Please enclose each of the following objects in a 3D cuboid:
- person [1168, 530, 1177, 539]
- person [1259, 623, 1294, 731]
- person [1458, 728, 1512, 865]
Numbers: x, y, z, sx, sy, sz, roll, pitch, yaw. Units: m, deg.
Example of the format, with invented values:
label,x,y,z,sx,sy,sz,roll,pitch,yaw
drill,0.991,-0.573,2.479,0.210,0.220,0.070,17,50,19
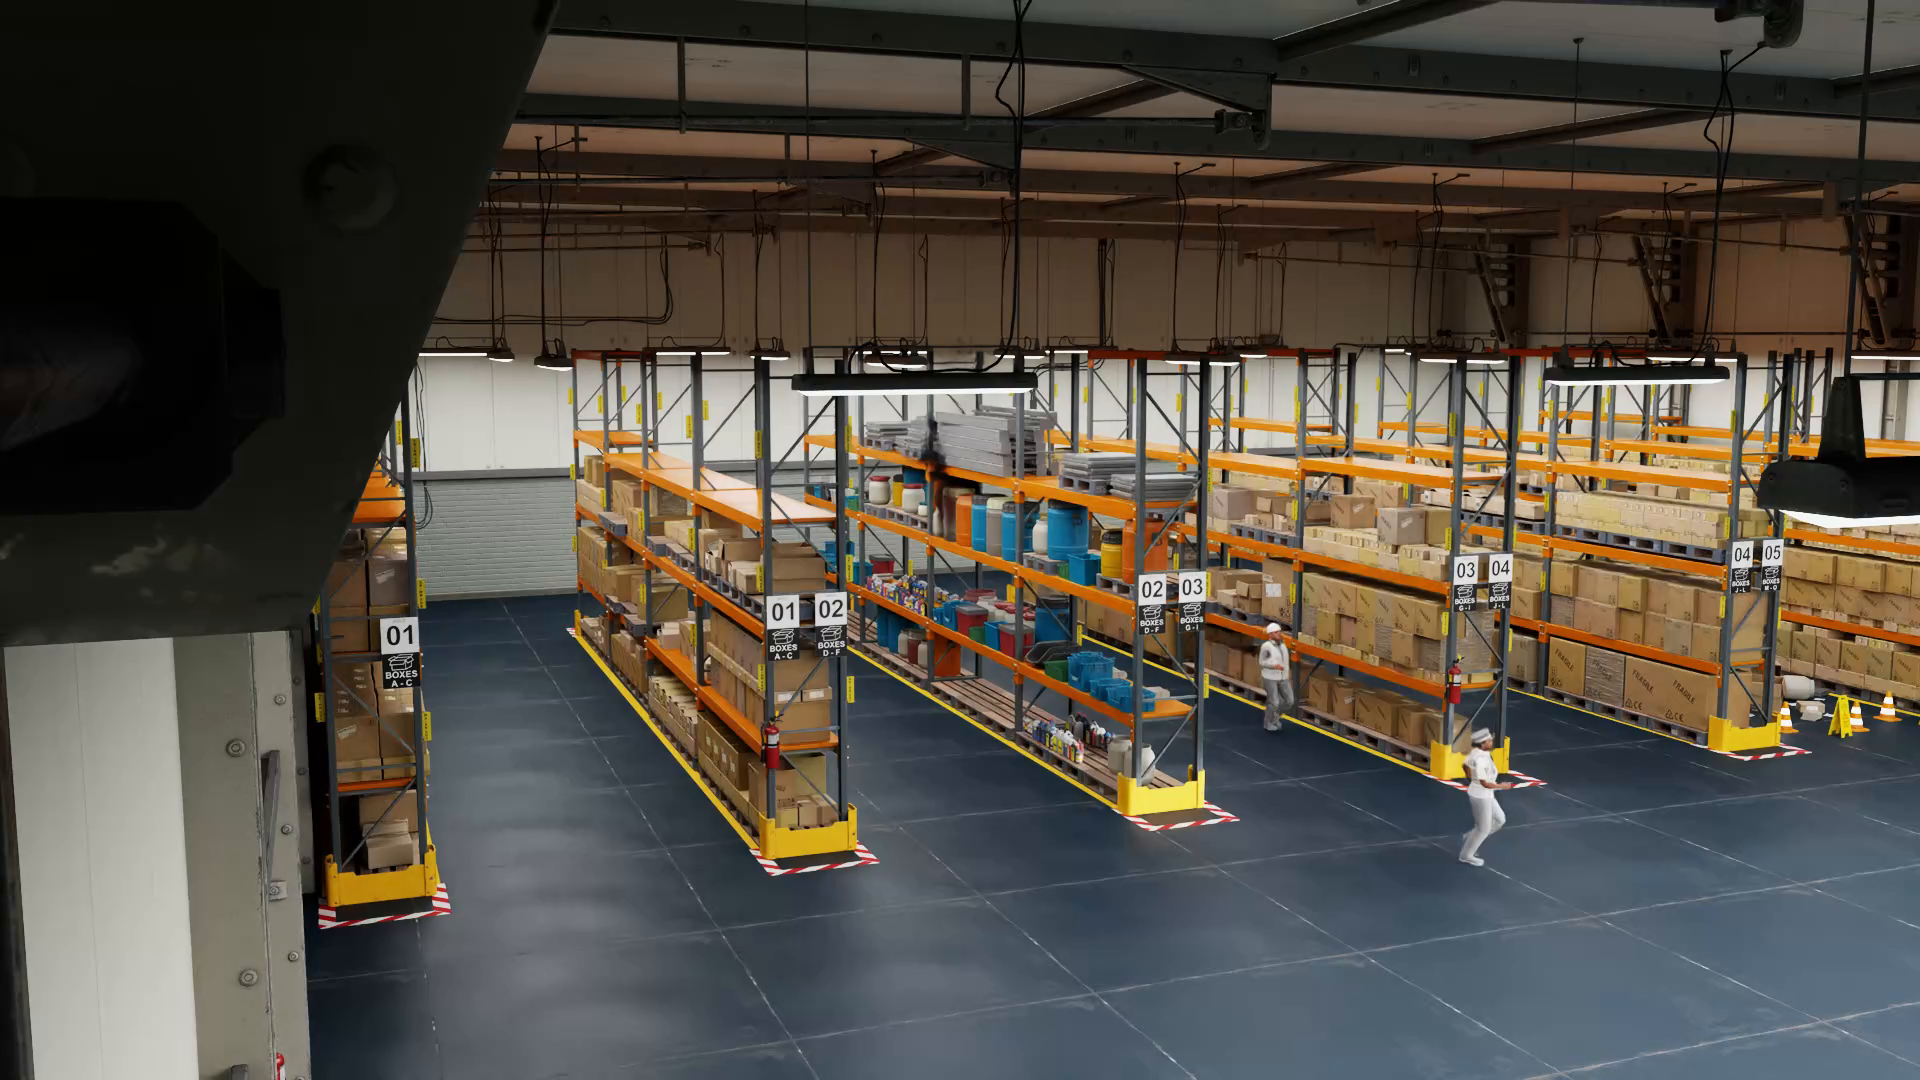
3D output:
label,x,y,z,sx,sy,sz,roll,pitch,yaw
person,4.898,0.517,39.681,0.769,1.743,1.050,0,7,1
person,5.054,2.188,26.366,0.647,1.735,0.602,-4,8,-28
person,6.266,3.049,19.809,0.578,1.662,0.559,2,7,15
